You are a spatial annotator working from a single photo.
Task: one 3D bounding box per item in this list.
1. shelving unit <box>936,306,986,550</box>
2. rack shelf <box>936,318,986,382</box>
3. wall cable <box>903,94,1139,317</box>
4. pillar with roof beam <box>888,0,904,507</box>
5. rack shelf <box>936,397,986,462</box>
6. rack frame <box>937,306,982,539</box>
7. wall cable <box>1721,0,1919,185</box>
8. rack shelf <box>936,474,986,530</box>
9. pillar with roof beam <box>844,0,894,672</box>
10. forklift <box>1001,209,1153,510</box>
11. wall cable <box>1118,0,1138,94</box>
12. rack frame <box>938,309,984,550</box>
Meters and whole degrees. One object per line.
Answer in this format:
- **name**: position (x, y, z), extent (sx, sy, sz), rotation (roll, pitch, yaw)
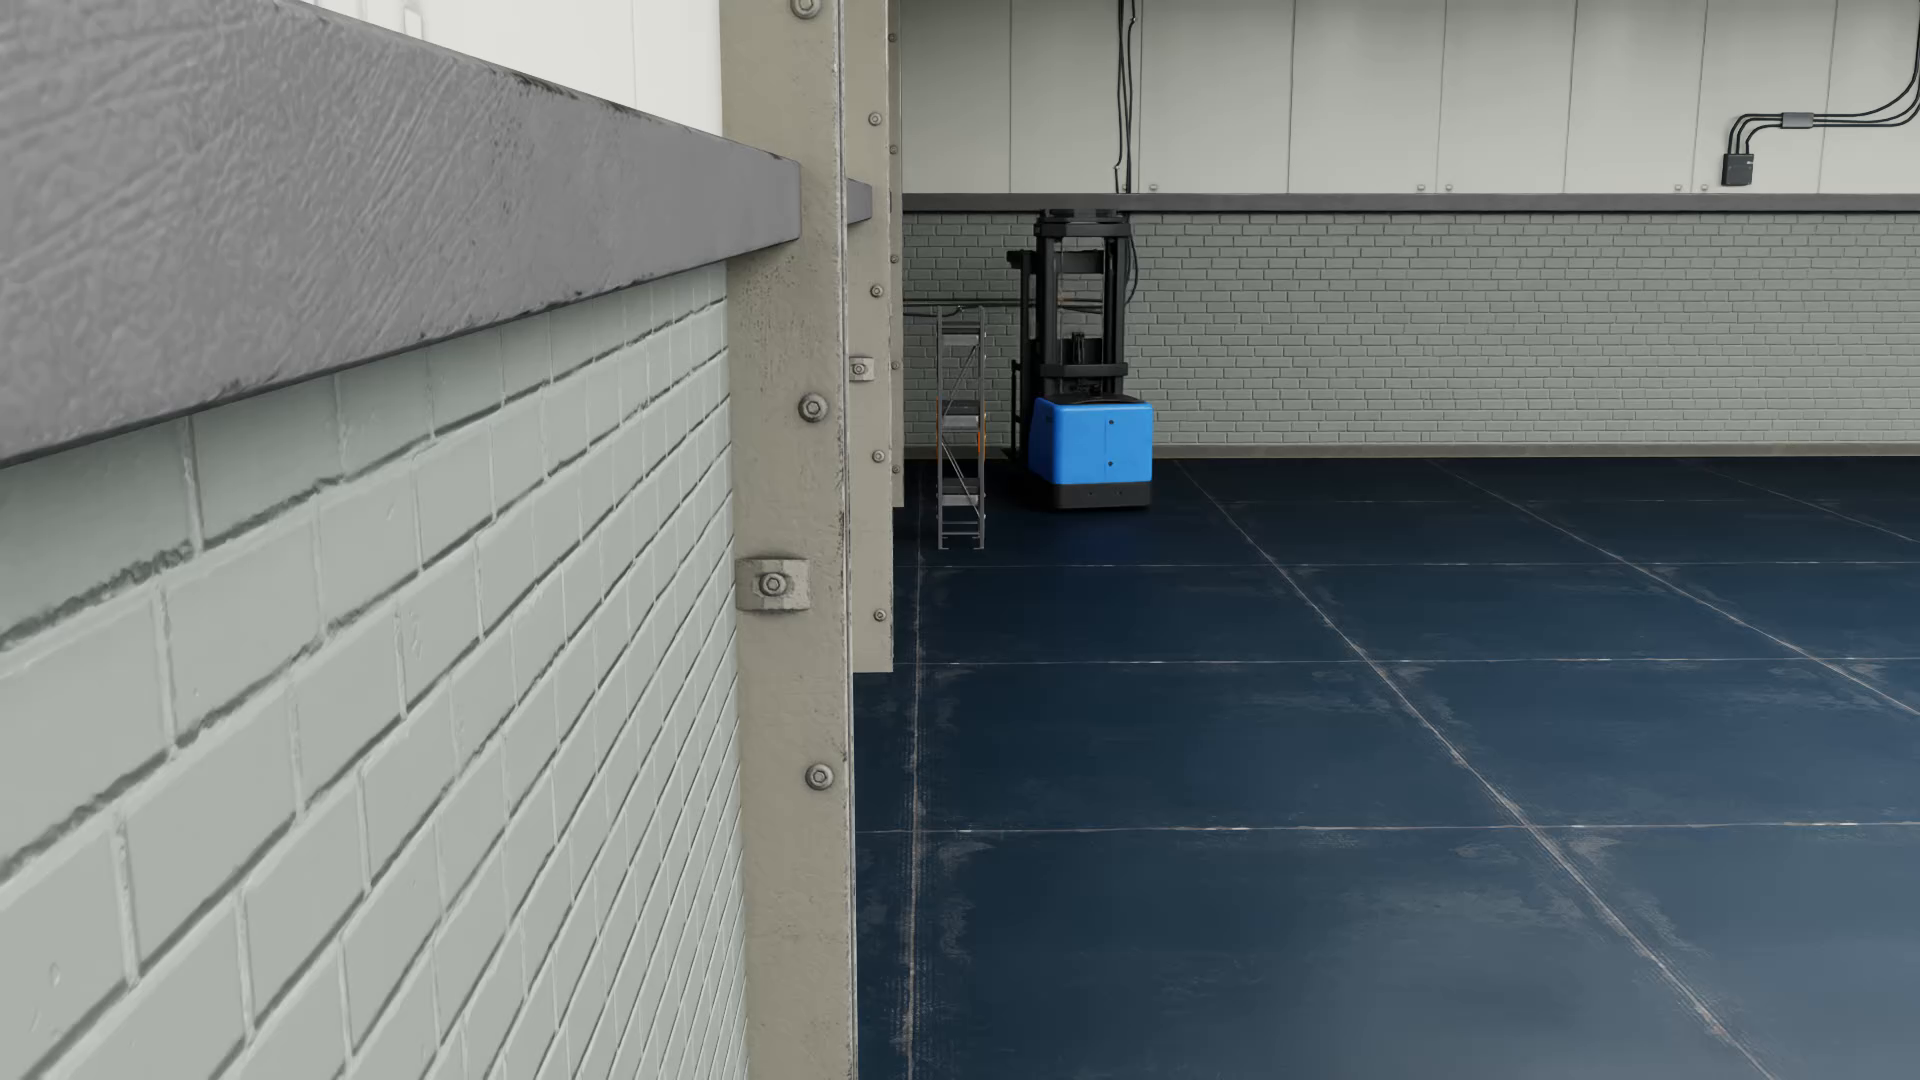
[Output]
- **shelving unit**: position (0.003, -0.996, 14.688), extent (0.431, 2.100, 0.503), rotation (0, 11, -1)
- **rack shelf**: position (0.003, -1.669, 14.552), extent (0.431, 0.518, 0.480), rotation (0, 11, -1)
- **wall cable**: position (0.539, -3.851, 19.219), extent (3.097, 2.526, 0.112), rotation (0, 11, -1)
- **pillar with roof beam**: position (3.582, -4.800, 16.085), extent (9.100, 9.000, 0.400), rotation (0, 11, -1)
- **rack shelf**: position (0.003, -0.983, 14.691), extent (0.431, 0.518, 0.480), rotation (0, 11, -1)
- **rack frame**: position (-0.002, -1.045, 14.927), extent (0.400, 2.100, 0.015), rotation (0, 11, -1)
- **wall cable**: position (10.031, -7.076, 18.749), extent (2.305, 6.003, 0.169), rotation (0, 11, -1)
- **rack shelf**: position (0.003, -0.297, 14.830), extent (0.431, 0.518, 0.480), rotation (0, 11, -1)
- **pillar with roof beam**: position (3.706, -3.607, 10.206), extent (9.100, 9.000, 0.400), rotation (0, 11, -1)
- **forklift**: position (1.110, -1.982, 17.455), extent (1.130, 2.935, 3.031), rotation (-2, 12, -11)
- **wall cable**: position (3.244, -6.338, 18.772), extent (3.097, 2.526, 0.112), rotation (0, 11, -1)
- **rack frame**: position (0.009, -0.948, 14.449), extent (0.400, 2.100, 0.015), rotation (0, 11, -1)
